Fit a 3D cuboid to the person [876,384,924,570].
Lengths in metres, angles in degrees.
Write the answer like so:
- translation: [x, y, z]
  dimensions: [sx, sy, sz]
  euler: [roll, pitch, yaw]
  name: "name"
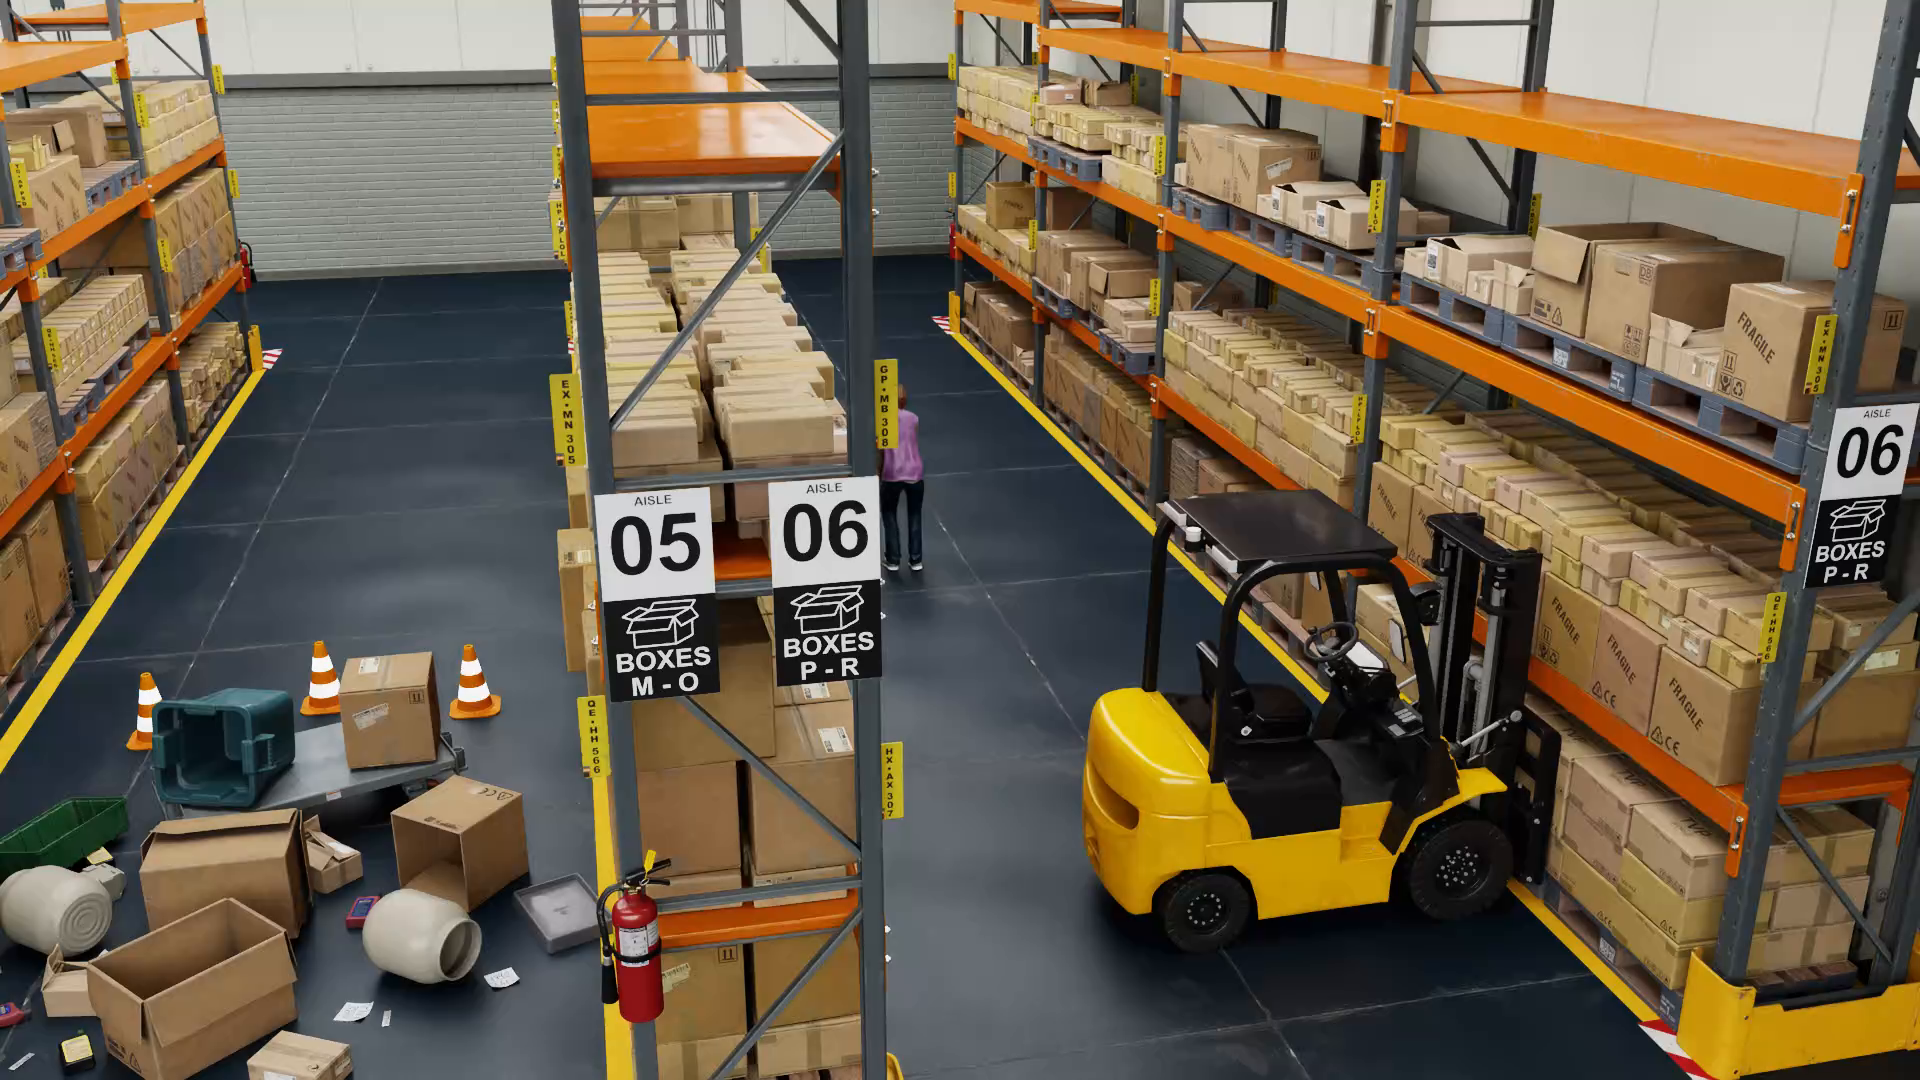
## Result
- translation: [-0.504, -0.519, 13.829]
  dimensions: [0.372, 1.563, 0.532]
  euler: [-5, 21, -13]
  name: "person"
